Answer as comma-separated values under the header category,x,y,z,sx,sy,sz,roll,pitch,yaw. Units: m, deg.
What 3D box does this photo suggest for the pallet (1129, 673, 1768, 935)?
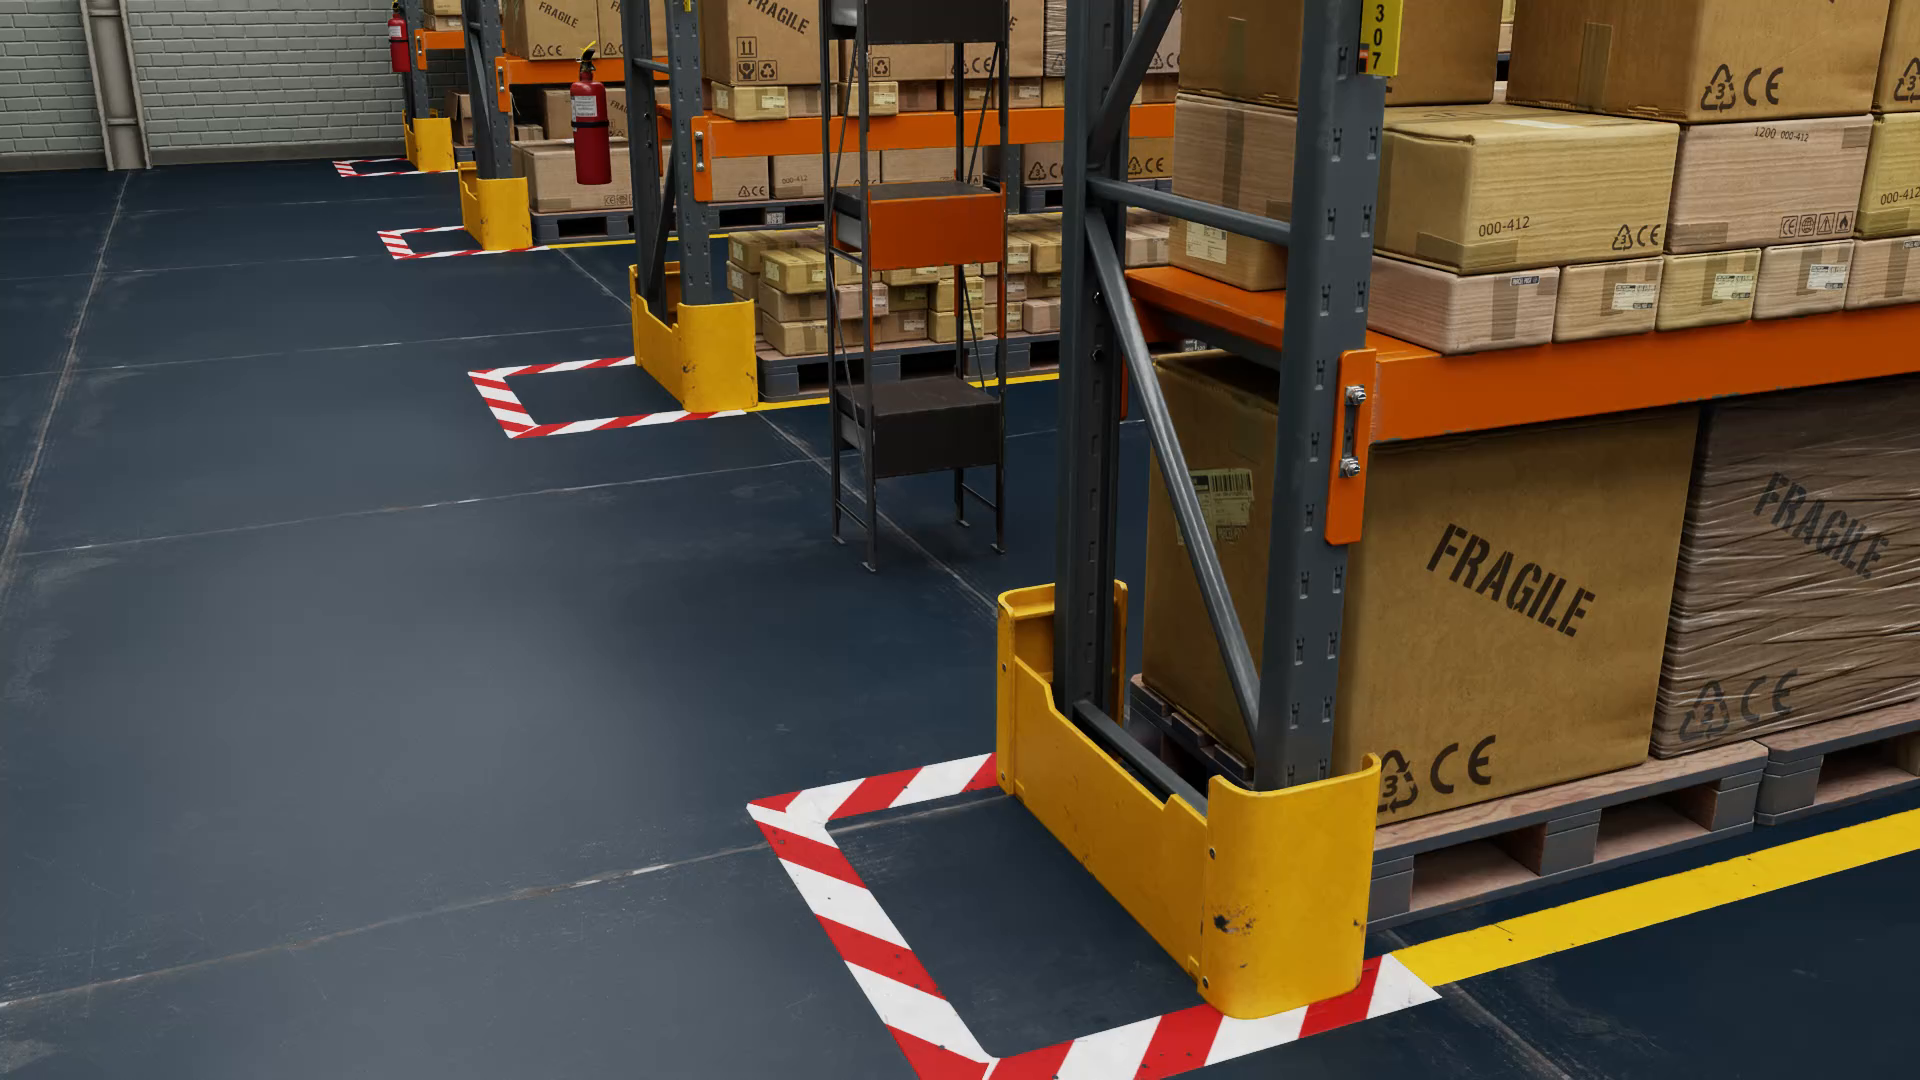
category,x,y,z,sx,sy,sz,roll,pitch,yaw
pallet,1.187,0.529,4.201,1.213,0.211,1.003,-8,21,-22

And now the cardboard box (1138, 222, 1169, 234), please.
category,x,y,z,sx,sy,sz,roll,pitch,yaw
cardboard box,1.136,-1.562,8.706,0.250,0.149,0.380,-9,21,-25

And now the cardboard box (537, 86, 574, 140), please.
category,x,y,z,sx,sy,sz,roll,pitch,yaw
cardboard box,-4.011,-4.363,17.029,0.500,0.500,0.700,-7,21,-20

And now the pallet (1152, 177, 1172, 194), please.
category,x,y,z,sx,sy,sz,roll,pitch,yaw
pallet,2.032,-3.176,14.725,1.213,0.211,1.003,-8,21,-22

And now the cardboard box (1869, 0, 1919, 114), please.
category,x,y,z,sx,sy,sz,roll,pitch,yaw
cardboard box,1.964,-1.197,3.553,0.500,0.500,0.500,-9,21,-23

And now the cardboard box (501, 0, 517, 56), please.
category,x,y,z,sx,sy,sz,roll,pitch,yaw
cardboard box,-3.103,-3.870,12.347,0.500,0.500,0.500,-8,21,-22

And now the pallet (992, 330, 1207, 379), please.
category,x,y,z,sx,sy,sz,roll,pitch,yaw
pallet,0.561,-1.133,8.921,1.213,0.211,1.003,-8,21,-22

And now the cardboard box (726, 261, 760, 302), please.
category,x,y,z,sx,sy,sz,roll,pitch,yaw
cardboard box,-1.016,-1.333,8.503,0.250,0.149,0.380,-9,21,-23

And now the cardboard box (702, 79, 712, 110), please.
category,x,y,z,sx,sy,sz,roll,pitch,yaw
cardboard box,-1.200,-2.193,8.113,0.250,0.149,0.380,-8,21,-22

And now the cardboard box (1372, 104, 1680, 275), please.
category,x,y,z,sx,sy,sz,roll,pitch,yaw
cardboard box,1.032,-0.707,3.292,0.500,0.250,0.500,-9,21,-23

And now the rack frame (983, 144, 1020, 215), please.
category,x,y,z,sx,sy,sz,roll,pitch,yaw
rack frame,0.232,-4.205,13.449,0.127,3.000,1.000,-8,21,-22

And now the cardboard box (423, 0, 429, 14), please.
category,x,y,z,sx,sy,sz,roll,pitch,yaw
cardboard box,-5.094,-5.403,16.629,0.500,0.250,0.500,-8,21,-20

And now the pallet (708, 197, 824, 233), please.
category,x,y,z,sx,sy,sz,roll,pitch,yaw
pallet,-1.620,-2.652,13.236,1.213,0.211,1.003,-8,21,-22

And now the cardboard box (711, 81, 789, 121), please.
category,x,y,z,sx,sy,sz,roll,pitch,yaw
cardboard box,-0.960,-2.007,7.584,0.250,0.149,0.380,-8,21,-22

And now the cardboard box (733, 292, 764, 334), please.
category,x,y,z,sx,sy,sz,roll,pitch,yaw
cardboard box,-0.987,-1.169,8.486,0.250,0.149,0.380,-8,21,-21

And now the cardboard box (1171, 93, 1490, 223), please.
category,x,y,z,sx,sy,sz,roll,pitch,yaw
cardboard box,0.824,-0.871,3.758,0.500,0.250,0.500,-9,21,-23

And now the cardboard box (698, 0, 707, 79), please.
category,x,y,z,sx,sy,sz,roll,pitch,yaw
cardboard box,-1.077,-2.508,8.029,0.500,0.500,0.500,-8,21,-21

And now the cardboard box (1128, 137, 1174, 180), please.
category,x,y,z,sx,sy,sz,roll,pitch,yaw
cardboard box,1.596,-3.628,14.377,0.875,0.875,0.875,-8,21,-20

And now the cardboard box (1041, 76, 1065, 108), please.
category,x,y,z,sx,sy,sz,roll,pitch,yaw
cardboard box,0.452,-2.228,8.211,0.250,0.149,0.380,-7,21,-20

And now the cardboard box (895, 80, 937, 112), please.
category,x,y,z,sx,sy,sz,roll,pitch,yaw
cardboard box,-0.291,-2.148,7.984,0.250,0.149,0.380,-7,21,-19

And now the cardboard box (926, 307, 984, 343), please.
category,x,y,z,sx,sy,sz,roll,pitch,yaw
cardboard box,-0.068,-1.102,8.295,0.250,0.149,0.380,-8,21,-21

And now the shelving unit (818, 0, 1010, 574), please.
category,x,y,z,sx,sy,sz,roll,pitch,yaw
shelving unit,-0.152,-0.969,5.611,0.503,2.100,0.431,-8,21,-22

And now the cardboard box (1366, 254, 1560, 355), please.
category,x,y,z,sx,sy,sz,roll,pitch,yaw
cardboard box,0.941,-0.484,3.260,0.250,0.149,0.380,-8,21,-21

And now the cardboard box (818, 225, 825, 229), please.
category,x,y,z,sx,sy,sz,roll,pitch,yaw
cardboard box,-0.561,-1.552,8.678,0.250,0.149,0.380,-9,21,-23

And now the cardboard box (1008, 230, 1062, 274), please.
category,x,y,z,sx,sy,sz,roll,pitch,yaw
cardboard box,0.429,-1.461,8.420,0.250,0.149,0.380,-8,21,-21

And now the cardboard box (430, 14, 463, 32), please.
category,x,y,z,sx,sy,sz,roll,pitch,yaw
cardboard box,-5.000,-5.033,16.179,0.250,0.149,0.380,-8,21,-22

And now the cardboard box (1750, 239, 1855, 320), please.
category,x,y,z,sx,sy,sz,roll,pitch,yaw
cardboard box,1.650,-0.587,3.551,0.250,0.149,0.380,-8,21,-23

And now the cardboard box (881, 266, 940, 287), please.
category,x,y,z,sx,sy,sz,roll,pitch,yaw
cardboard box,-0.284,-1.349,8.101,0.250,0.149,0.380,-8,21,-22

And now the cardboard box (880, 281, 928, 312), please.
category,x,y,z,sx,sy,sz,roll,pitch,yaw
cardboard box,-0.341,-1.245,8.254,0.250,0.149,0.380,-8,21,-21

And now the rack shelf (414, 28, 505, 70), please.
category,x,y,z,sx,sy,sz,roll,pitch,yaw
rack shelf,-3.574,-5.116,17.118,4.000,0.370,1.077,-8,21,-22

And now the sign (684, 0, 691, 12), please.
category,x,y,z,sx,sy,sz,roll,pitch,yaw
sign,-1.173,-2.426,7.091,0.005,0.325,0.100,-8,21,-22

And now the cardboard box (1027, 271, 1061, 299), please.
category,x,y,z,sx,sy,sz,roll,pitch,yaw
cardboard box,0.376,-1.358,8.574,0.250,0.149,0.380,-7,21,-19

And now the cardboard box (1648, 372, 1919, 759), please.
category,x,y,z,sx,sy,sz,roll,pitch,yaw
cardboard box,1.876,-0.081,4.303,0.875,0.875,0.875,-8,21,-22

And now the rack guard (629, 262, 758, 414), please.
category,x,y,z,sx,sy,sz,roll,pitch,yaw
rack guard,-1.318,-1.014,8.148,0.348,0.500,1.175,-8,21,-22

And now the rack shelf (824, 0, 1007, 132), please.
category,x,y,z,sx,sy,sz,roll,pitch,yaw
rack shelf,-0.152,-1.616,5.384,0.480,0.518,0.431,-8,21,-22

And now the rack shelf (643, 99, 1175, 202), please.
category,x,y,z,sx,sy,sz,roll,pitch,yaw
rack shelf,0.449,-2.106,8.571,4.000,0.370,1.077,-8,21,-22

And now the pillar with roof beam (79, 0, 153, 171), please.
category,x,y,z,sx,sy,sz,roll,pitch,yaw
pillar with roof beam,-6.538,-6.629,11.300,0.400,9.000,9.100,-8,21,-22

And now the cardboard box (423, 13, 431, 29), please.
category,x,y,z,sx,sy,sz,roll,pitch,yaw
cardboard box,-5.213,-5.199,16.650,0.250,0.149,0.380,-8,21,-23

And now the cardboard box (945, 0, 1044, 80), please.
category,x,y,z,sx,sy,sz,roll,pitch,yaw
cardboard box,0.070,-2.484,7.961,0.500,0.500,0.500,-8,21,-21

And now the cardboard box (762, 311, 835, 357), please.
category,x,y,z,sx,sy,sz,roll,pitch,yaw
cardboard box,-0.780,-1.007,8.027,0.250,0.149,0.380,-8,21,-21

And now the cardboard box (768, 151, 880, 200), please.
category,x,y,z,sx,sy,sz,roll,pitch,yaw
cardboard box,-1.209,-3.027,13.328,0.875,0.438,0.875,-9,21,-24

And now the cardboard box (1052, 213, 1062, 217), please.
category,x,y,z,sx,sy,sz,roll,pitch,yaw
cardboard box,0.684,-1.683,9.051,0.250,0.149,0.380,-9,21,-24
